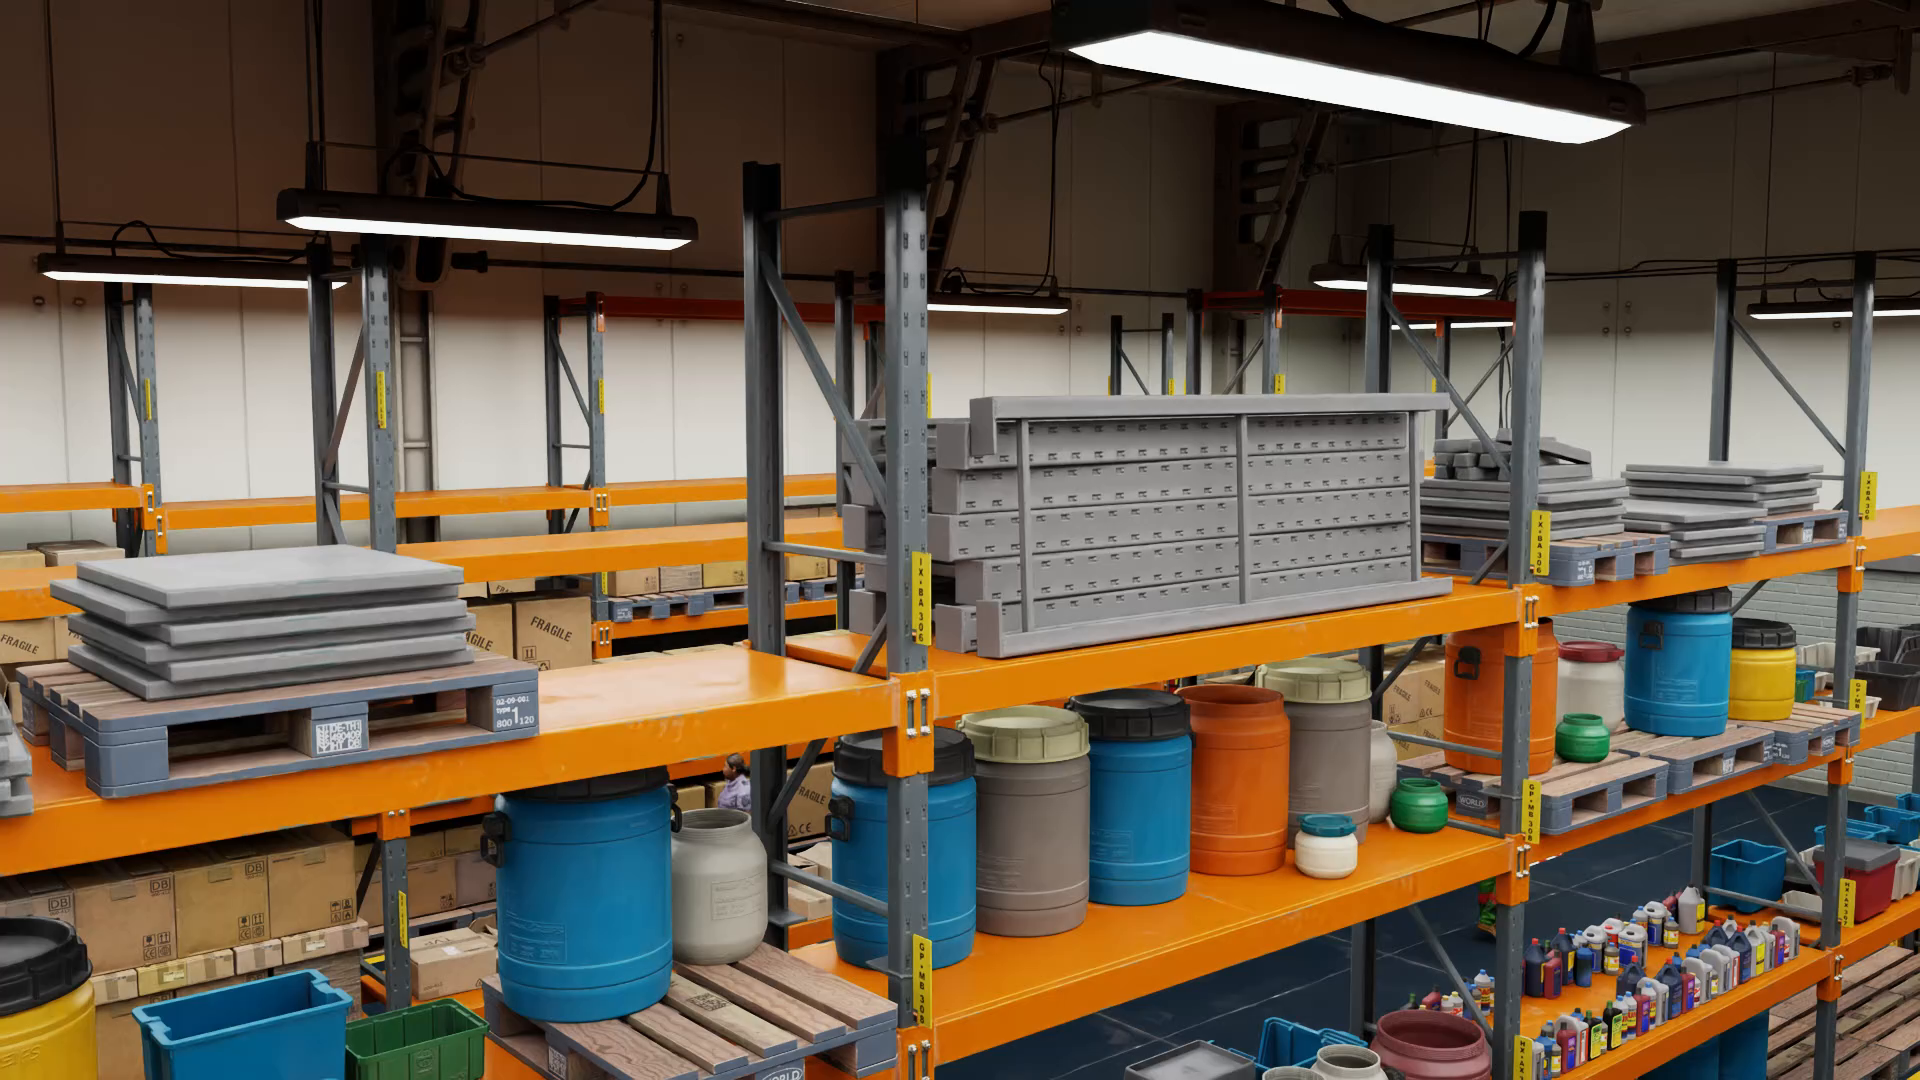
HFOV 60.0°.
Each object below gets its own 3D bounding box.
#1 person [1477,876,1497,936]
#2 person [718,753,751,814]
[{"bbox_3d":[4.962,2.793,15.501,0.551,1.787,0.573,-5,7,-40],"label":"person"},{"bbox_3d":[-2.168,2.828,15.768,0.908,1.611,0.501,-4,7,-33],"label":"person"}]
